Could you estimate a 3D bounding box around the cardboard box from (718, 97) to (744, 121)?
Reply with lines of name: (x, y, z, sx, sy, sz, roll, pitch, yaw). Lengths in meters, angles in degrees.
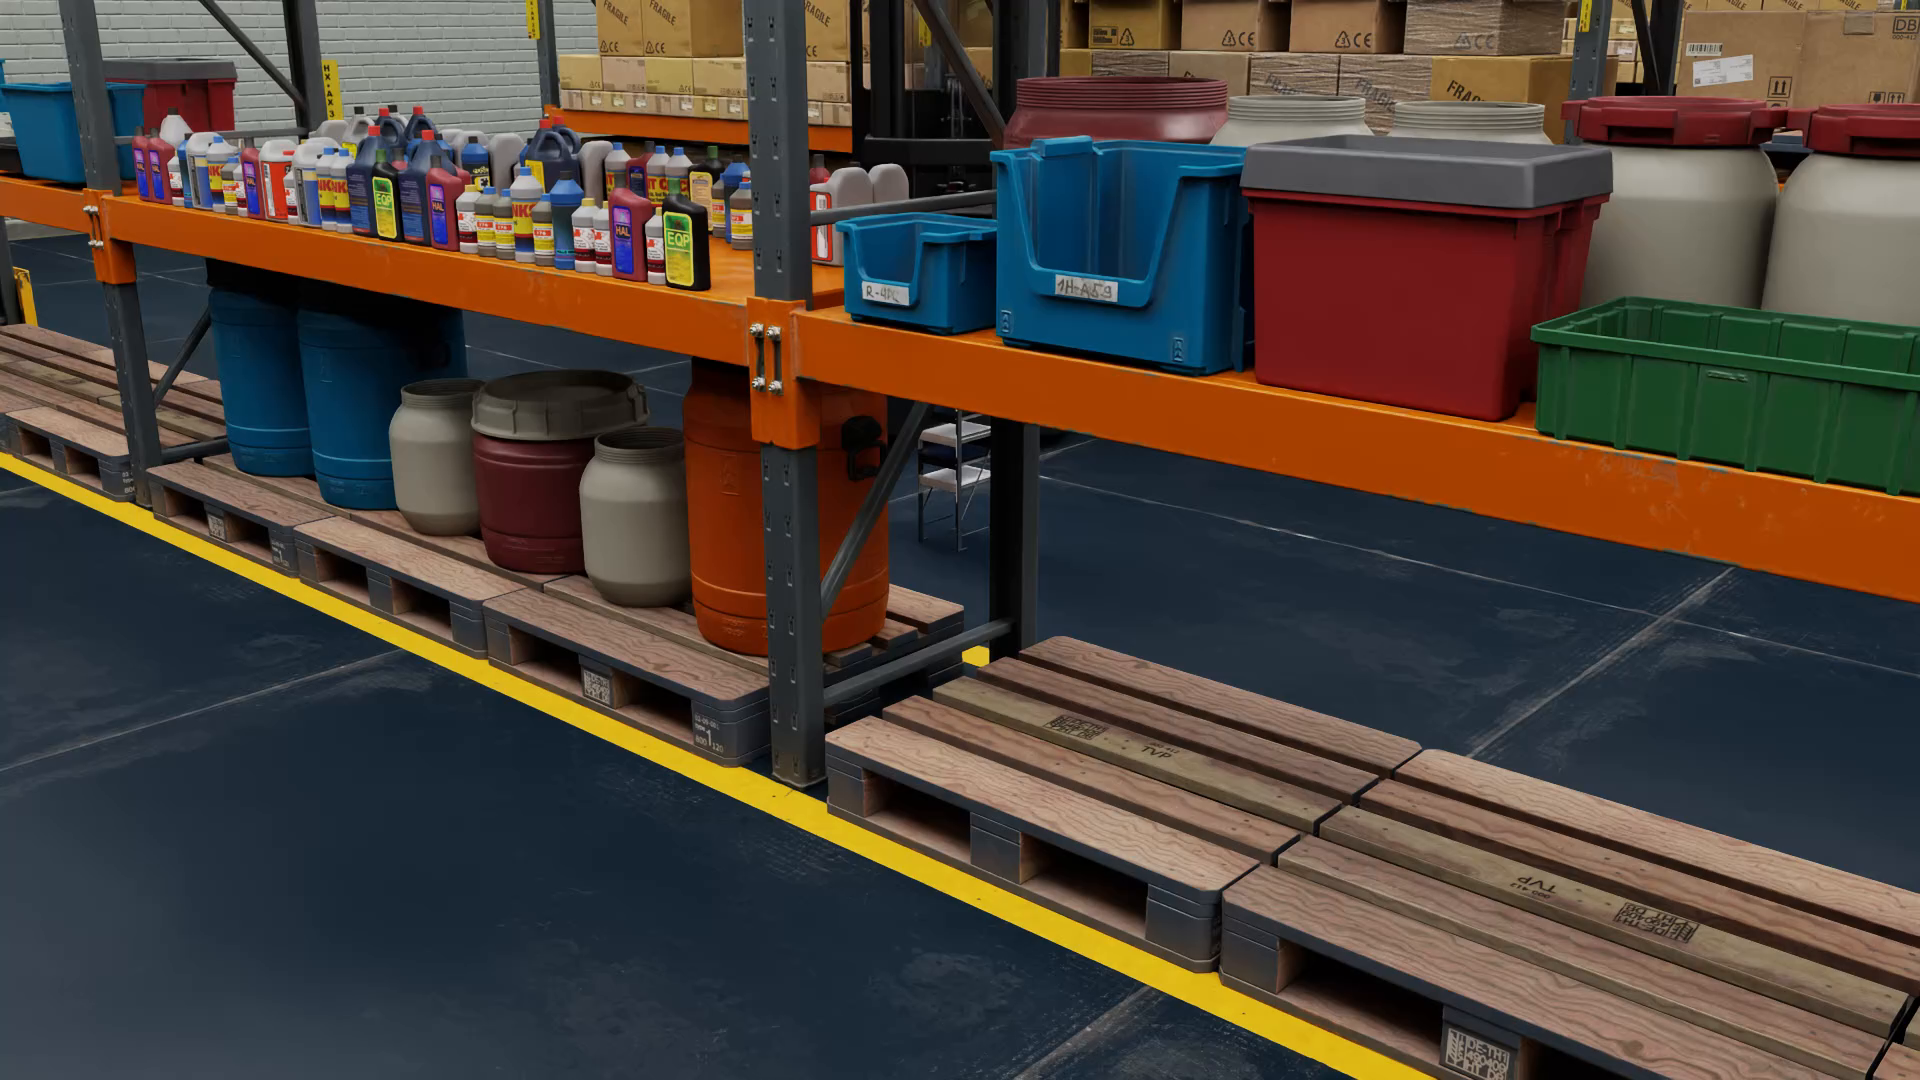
cardboard box: (-1.438, -2.977, 11.447, 0.250, 0.149, 0.380, 16, 23, 40)

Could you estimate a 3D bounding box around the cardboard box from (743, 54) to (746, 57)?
cardboard box: (-1.535, -3.432, 12.223, 0.500, 0.250, 0.500, 14, 22, 37)

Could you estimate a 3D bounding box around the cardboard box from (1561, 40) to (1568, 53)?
cardboard box: (4.500, -3.679, 12.473, 0.250, 0.149, 0.380, 15, 23, 38)

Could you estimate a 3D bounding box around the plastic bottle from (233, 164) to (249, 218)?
plastic bottle: (-2.548, -1.263, 5.962, 0.097, 0.201, 0.097, 0, 18, 0)

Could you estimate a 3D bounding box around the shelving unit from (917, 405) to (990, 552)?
shelving unit: (-0.006, -0.431, 6.481, 0.210, 0.900, 0.258, 15, 23, 39)

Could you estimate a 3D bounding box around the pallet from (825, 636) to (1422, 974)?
pallet: (0.416, 0.617, 4.318, 1.213, 0.211, 1.003, 15, 23, 39)

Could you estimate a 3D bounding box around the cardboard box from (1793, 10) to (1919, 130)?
cardboard box: (4.065, -2.056, 7.271, 0.700, 0.500, 0.500, -14, 22, -38)

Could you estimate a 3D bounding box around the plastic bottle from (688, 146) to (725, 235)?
plastic bottle: (-0.835, -1.157, 5.492, 0.133, 0.283, 0.061, 15, 23, 39)

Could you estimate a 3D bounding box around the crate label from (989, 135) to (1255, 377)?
crate label: (0.426, -0.632, 3.587, 0.616, 0.435, 0.502, 15, 23, 39)

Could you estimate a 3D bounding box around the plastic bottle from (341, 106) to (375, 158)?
plastic bottle: (-2.320, -1.513, 6.501, 0.185, 0.351, 0.144, 15, 23, 39)

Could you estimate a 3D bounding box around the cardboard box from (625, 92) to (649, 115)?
cardboard box: (-2.206, -3.183, 12.097, 0.250, 0.149, 0.380, 15, 23, 38)

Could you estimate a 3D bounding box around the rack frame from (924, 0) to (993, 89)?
rack frame: (0.159, -2.800, 10.475, 0.127, 3.000, 1.000, 15, 23, 39)

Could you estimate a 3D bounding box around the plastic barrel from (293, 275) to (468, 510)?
plastic barrel: (-2.204, -0.624, 6.394, 0.708, 0.901, 0.600, 15, 23, 39)

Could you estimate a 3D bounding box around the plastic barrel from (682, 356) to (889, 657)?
plastic barrel: (-0.514, -0.136, 4.976, 0.708, 0.830, 0.600, 15, 23, 39)

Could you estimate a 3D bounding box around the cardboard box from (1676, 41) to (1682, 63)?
cardboard box: (5.260, -3.473, 11.825, 0.250, 0.149, 0.380, 15, 23, 39)

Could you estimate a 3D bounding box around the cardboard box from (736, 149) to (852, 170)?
cardboard box: (-0.955, -2.319, 11.777, 0.875, 0.875, 0.875, 15, 23, 39)

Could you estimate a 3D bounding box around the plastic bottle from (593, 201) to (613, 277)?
plastic bottle: (-0.970, -0.840, 4.628, 0.097, 0.201, 0.097, 0, 18, 0)

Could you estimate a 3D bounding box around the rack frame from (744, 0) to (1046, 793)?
rack frame: (-0.137, -0.876, 4.414, 0.127, 3.000, 1.000, 15, 23, 39)

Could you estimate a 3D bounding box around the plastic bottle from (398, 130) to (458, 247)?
plastic bottle: (-1.669, -1.108, 5.227, 0.185, 0.351, 0.144, 15, 23, 39)

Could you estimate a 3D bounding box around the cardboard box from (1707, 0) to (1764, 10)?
cardboard box: (7.647, -5.216, 16.269, 0.500, 0.500, 0.500, 14, 23, 38)

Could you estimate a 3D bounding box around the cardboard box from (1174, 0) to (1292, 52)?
cardboard box: (1.623, -2.938, 9.086, 0.637, 0.503, 0.797, 16, 24, 41)

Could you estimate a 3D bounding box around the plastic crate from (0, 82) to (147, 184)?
plastic crate: (-3.705, -1.717, 6.990, 0.575, 0.384, 0.392, 15, 23, 39)

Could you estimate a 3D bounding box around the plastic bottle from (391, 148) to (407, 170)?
plastic bottle: (-1.775, -1.112, 5.351, 0.133, 0.283, 0.061, 15, 23, 39)

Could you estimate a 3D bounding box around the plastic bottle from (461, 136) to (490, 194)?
plastic bottle: (-1.764, -1.332, 6.062, 0.097, 0.271, 0.097, 0, 18, 0)

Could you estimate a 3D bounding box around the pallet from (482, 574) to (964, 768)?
pallet: (-0.755, 0.304, 5.305, 1.213, 0.211, 1.003, 15, 23, 39)

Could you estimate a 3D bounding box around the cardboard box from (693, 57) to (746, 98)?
cardboard box: (-1.493, -3.208, 11.517, 0.500, 0.250, 0.500, 14, 23, 38)

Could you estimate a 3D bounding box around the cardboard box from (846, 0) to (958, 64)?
cardboard box: (-0.363, -3.259, 10.440, 0.500, 0.500, 0.500, 16, 24, 41)

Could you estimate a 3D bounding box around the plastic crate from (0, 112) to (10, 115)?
plastic crate: (-5.391, -2.263, 9.119, 0.243, 0.136, 0.396, 15, 23, 39)

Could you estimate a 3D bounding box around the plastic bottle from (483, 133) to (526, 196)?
plastic bottle: (-1.695, -1.366, 6.162, 0.135, 0.276, 0.152, 15, 23, 39)

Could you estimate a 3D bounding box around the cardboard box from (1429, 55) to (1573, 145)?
cardboard box: (2.617, -2.087, 8.065, 0.500, 0.500, 0.500, 16, 24, 41)

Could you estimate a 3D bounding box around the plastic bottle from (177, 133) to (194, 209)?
plastic bottle: (-2.867, -1.382, 6.222, 0.097, 0.271, 0.097, 0, 18, 0)

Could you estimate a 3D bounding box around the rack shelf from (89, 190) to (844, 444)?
rack shelf: (-1.633, -0.935, 5.788, 4.000, 0.370, 1.077, 15, 23, 39)

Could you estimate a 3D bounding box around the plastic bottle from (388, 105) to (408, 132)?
plastic bottle: (-2.224, -1.545, 6.604, 0.185, 0.351, 0.144, 15, 23, 39)

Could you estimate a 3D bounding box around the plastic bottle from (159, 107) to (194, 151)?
plastic bottle: (-3.051, -1.504, 6.473, 0.185, 0.351, 0.144, 15, 23, 39)

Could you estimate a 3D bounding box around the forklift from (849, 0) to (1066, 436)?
forklift: (-0.030, -2.284, 8.963, 1.130, 2.935, 3.031, 0, 18, -1)

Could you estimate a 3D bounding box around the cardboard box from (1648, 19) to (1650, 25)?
cardboard box: (5.086, -3.663, 11.934, 0.250, 0.149, 0.380, 15, 23, 39)

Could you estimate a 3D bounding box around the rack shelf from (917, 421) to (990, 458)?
rack shelf: (-0.006, -0.399, 6.491, 0.200, 0.077, 0.258, 15, 23, 39)

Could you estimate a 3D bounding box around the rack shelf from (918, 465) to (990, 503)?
rack shelf: (-0.006, -0.227, 6.545, 0.200, 0.077, 0.258, 15, 23, 39)

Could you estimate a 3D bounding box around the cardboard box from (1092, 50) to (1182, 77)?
cardboard box: (1.087, -2.497, 9.357, 0.500, 0.500, 0.500, 14, 23, 38)

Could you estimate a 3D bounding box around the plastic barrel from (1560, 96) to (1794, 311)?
plastic barrel: (1.412, -0.614, 3.362, 0.433, 0.535, 0.433, 0, 18, 0)

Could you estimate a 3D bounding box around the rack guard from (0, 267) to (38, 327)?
rack guard: (-6.147, -1.293, 9.859, 0.348, 0.500, 1.175, 15, 23, 39)

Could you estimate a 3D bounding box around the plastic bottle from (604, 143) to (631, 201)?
plastic bottle: (-1.179, -1.236, 5.761, 0.097, 0.271, 0.097, 0, 18, 0)

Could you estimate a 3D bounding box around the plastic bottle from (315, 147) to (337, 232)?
plastic bottle: (-2.101, -1.177, 5.574, 0.097, 0.271, 0.097, 0, 18, 0)

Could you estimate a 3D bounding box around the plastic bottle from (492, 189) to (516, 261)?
plastic bottle: (-1.334, -0.938, 4.936, 0.097, 0.201, 0.097, 0, 18, 0)

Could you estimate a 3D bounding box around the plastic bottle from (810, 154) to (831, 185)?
plastic bottle: (-0.462, -1.057, 5.176, 0.133, 0.283, 0.061, 15, 23, 39)

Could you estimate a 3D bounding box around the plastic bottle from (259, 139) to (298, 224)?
plastic bottle: (-2.343, -1.255, 5.813, 0.135, 0.276, 0.152, 15, 23, 39)

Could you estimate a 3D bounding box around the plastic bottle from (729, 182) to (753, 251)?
plastic bottle: (-0.661, -1.002, 5.140, 0.097, 0.201, 0.097, 0, 18, 0)

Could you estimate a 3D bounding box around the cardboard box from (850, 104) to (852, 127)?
cardboard box: (-0.480, -2.719, 10.636, 0.250, 0.149, 0.380, 16, 23, 40)

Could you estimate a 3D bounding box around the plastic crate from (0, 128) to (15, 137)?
plastic crate: (-4.631, -1.864, 7.863, 0.466, 0.136, 0.293, 15, 23, 39)

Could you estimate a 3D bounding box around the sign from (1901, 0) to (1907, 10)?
sign: (6.165, -3.488, 10.861, 0.005, 0.325, 0.100, 15, 23, 39)
